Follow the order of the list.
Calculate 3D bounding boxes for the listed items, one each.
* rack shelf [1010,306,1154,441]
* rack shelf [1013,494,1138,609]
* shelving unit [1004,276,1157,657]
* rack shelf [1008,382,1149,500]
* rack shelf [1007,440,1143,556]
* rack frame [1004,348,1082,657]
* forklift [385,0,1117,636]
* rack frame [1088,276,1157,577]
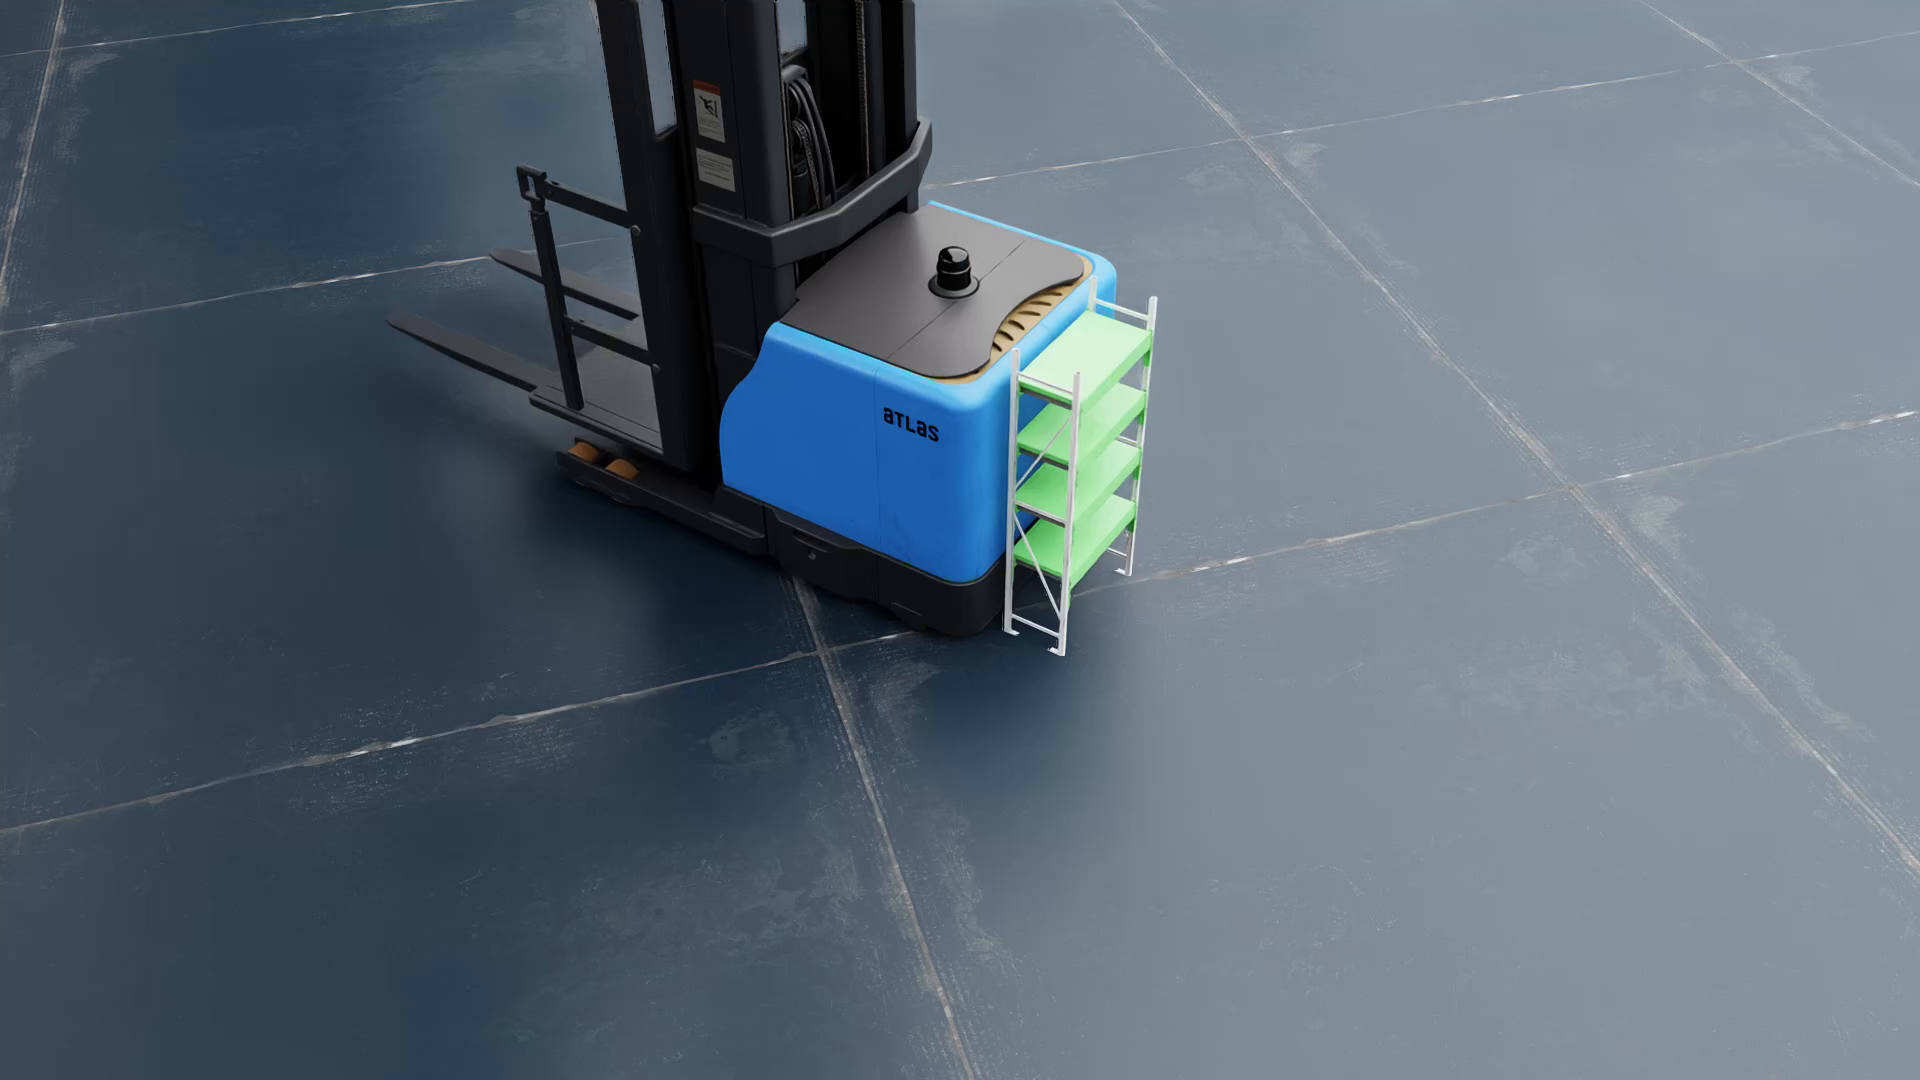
[{"bbox_3d":[0.394,-0.539,5.323,0.258,0.148,0.480,23,46,24],"label":"rack shelf"},{"bbox_3d":[0.393,0.002,5.797,0.258,0.148,0.480,23,46,24],"label":"rack shelf"},{"bbox_3d":[0.393,-0.226,5.597,0.258,1.200,0.503,23,46,24],"label":"shelving unit"},{"bbox_3d":[0.394,-0.359,5.481,0.258,0.148,0.480,23,46,24],"label":"rack shelf"},{"bbox_3d":[0.393,-0.178,5.639,0.258,0.148,0.480,23,46,24],"label":"rack shelf"},{"bbox_3d":[0.262,-0.091,5.442,0.240,1.200,0.015,23,46,24],"label":"rack frame"},{"bbox_3d":[-0.961,-1.516,5.758,3.031,2.935,1.130,23,46,24],"label":"forklift"},{"bbox_3d":[0.525,-0.362,5.752,0.240,1.200,0.015,23,46,24],"label":"rack frame"}]
